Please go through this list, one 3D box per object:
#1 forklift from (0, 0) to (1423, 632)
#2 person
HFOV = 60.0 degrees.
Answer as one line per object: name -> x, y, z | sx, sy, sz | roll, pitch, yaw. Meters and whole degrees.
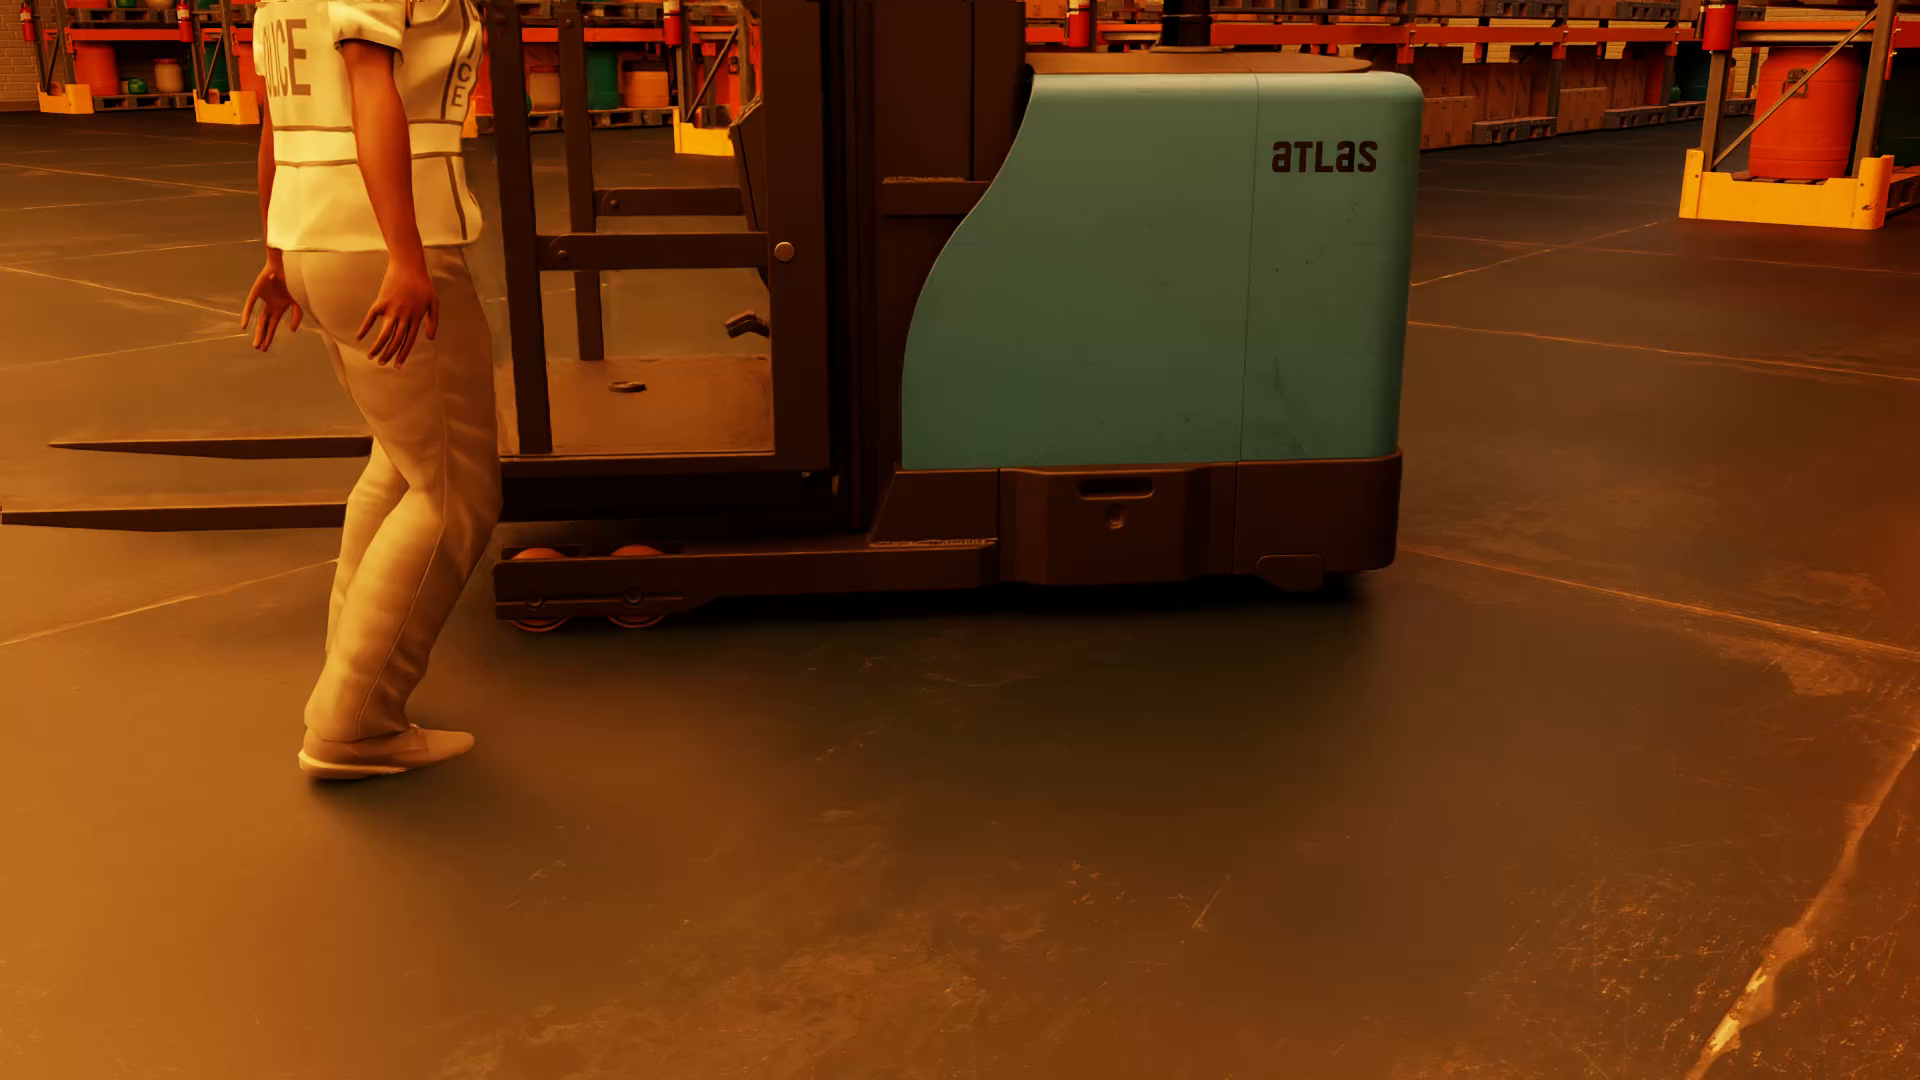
forklift -> -0.618, -1.379, 3.439 | 3.031, 2.935, 1.130 | -2, 17, -5
person -> -0.955, -0.435, 2.674 | 0.435, 1.638, 0.812 | -11, 20, -31
